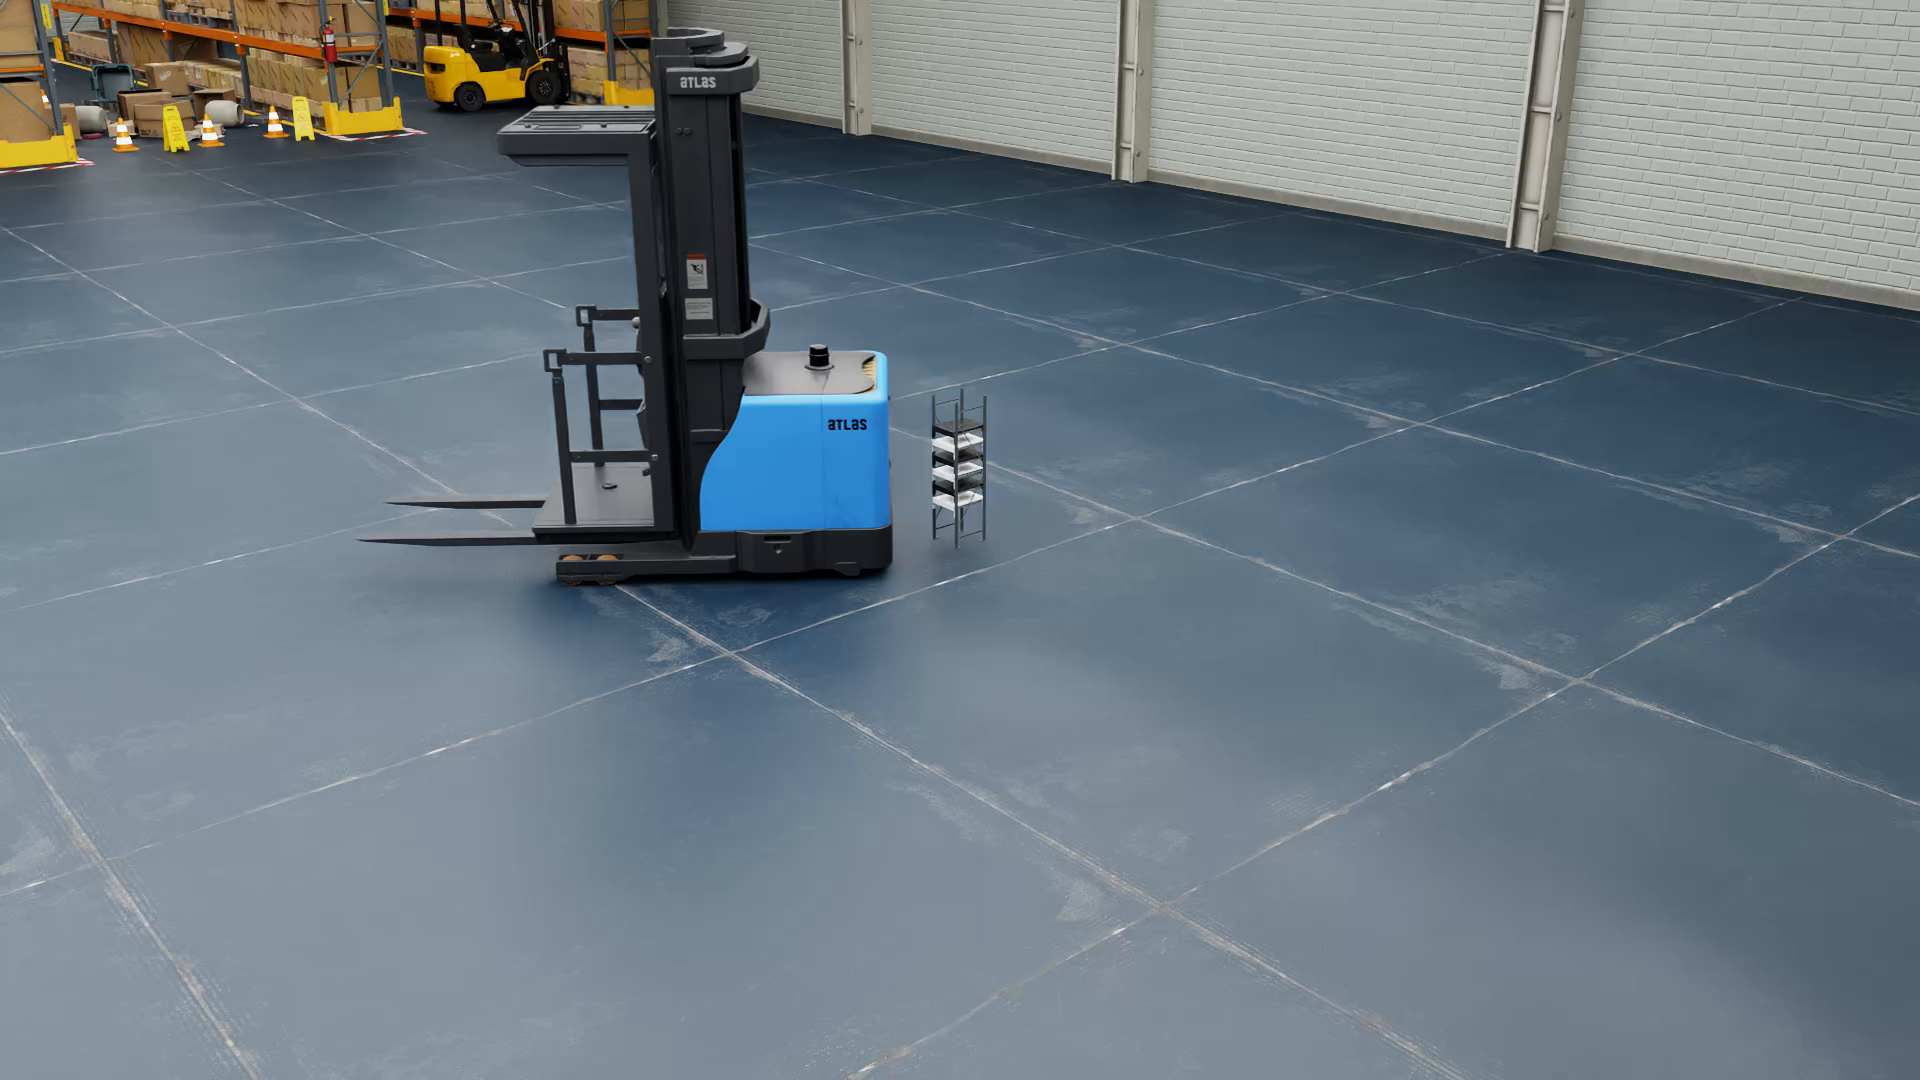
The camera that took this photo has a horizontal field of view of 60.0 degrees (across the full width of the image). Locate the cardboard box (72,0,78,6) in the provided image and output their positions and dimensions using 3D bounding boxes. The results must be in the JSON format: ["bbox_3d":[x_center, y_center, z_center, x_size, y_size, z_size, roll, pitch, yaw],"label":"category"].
[{"bbox_3d":[-18.876,-11.816,35.903,0.500,0.500,0.500,-16,27,-36],"label":"cardboard box"}]

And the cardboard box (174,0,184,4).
[{"bbox_3d":[-14.295,-10.232,30.873,0.500,0.500,0.500,-16,26,-35],"label":"cardboard box"}]

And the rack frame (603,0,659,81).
[{"bbox_3d":[-5.779,-9.145,29.220,1.000,3.000,0.127,-17,27,-37],"label":"rack frame"}]

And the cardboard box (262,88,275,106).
[{"bbox_3d":[-11.611,-7.611,28.497,0.500,0.250,0.500,-16,26,-34],"label":"cardboard box"}]

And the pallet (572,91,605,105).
[{"bbox_3d":[-6.310,-8.048,30.243,1.003,0.211,1.213,-17,27,-37],"label":"pallet"}]

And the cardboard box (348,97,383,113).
[{"bbox_3d":[-9.854,-7.166,27.363,0.500,0.250,0.500,-18,28,-38],"label":"cardboard box"}]

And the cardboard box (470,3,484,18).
[{"bbox_3d":[-9.250,-10.395,32.617,0.500,0.250,0.500,-18,27,-38],"label":"cardboard box"}]

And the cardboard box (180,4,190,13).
[{"bbox_3d":[-14.221,-9.864,30.823,0.380,0.149,0.250,-17,27,-37],"label":"cardboard box"}]

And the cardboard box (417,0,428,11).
[{"bbox_3d":[-10.897,-11.105,34.429,0.500,0.250,0.500,-17,27,-37],"label":"cardboard box"}]

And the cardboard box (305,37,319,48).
[{"bbox_3d":[-10.193,-7.942,26.492,0.380,0.149,0.250,-18,28,-38],"label":"cardboard box"}]

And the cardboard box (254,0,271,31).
[{"bbox_3d":[-11.409,-8.790,27.768,0.500,0.500,0.500,-18,28,-38],"label":"cardboard box"}]

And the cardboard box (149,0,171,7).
[{"bbox_3d":[-15.268,-10.409,31.967,0.500,0.250,0.500,-18,27,-38],"label":"cardboard box"}]

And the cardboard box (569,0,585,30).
[{"bbox_3d":[-6.631,-9.411,29.761,0.500,0.500,0.500,-16,27,-36],"label":"cardboard box"}]

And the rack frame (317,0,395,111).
[{"bbox_3d":[-9.537,-7.963,26.201,1.000,3.000,0.127,-17,27,-37],"label":"rack frame"}]

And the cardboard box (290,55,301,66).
[{"bbox_3d":[-10.710,-7.844,27.174,0.380,0.149,0.250,-17,27,-37],"label":"cardboard box"}]

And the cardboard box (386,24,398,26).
[{"bbox_3d":[-12.482,-11.218,36.475,0.380,0.149,0.250,-17,27,-37],"label":"cardboard box"}]

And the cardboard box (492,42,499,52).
[{"bbox_3d":[-8.739,-9.482,32.759,0.875,0.625,0.625,-16,26,-35],"label":"cardboard box"}]

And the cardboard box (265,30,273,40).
[{"bbox_3d":[-11.358,-8.432,27.743,0.380,0.149,0.250,-17,27,-37],"label":"cardboard box"}]

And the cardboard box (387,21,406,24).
[{"bbox_3d":[-12.625,-11.560,37.348,0.380,0.149,0.250,-19,28,-40],"label":"cardboard box"}]

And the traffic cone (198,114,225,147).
[{"bbox_3d":[-11.414,-6.235,25.268,0.336,0.463,0.334,-17,27,-37],"label":"traffic cone"}]

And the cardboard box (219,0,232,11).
[{"bbox_3d":[-12.624,-9.521,29.060,0.500,0.500,0.500,-18,28,-38],"label":"cardboard box"}]

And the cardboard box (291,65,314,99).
[{"bbox_3d":[-10.601,-7.530,27.261,0.500,0.500,0.500,-16,27,-36],"label":"cardboard box"}]

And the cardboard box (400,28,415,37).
[{"bbox_3d":[-11.717,-10.833,35.492,0.380,0.149,0.250,-19,28,-40],"label":"cardboard box"}]

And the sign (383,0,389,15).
[{"bbox_3d":[-9.126,-8.495,26.373,0.100,0.325,0.005,-17,27,-37],"label":"sign"}]

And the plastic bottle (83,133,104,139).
[{"bbox_3d":[-13.579,-6.334,26.073,0.133,0.061,0.283,12,24,27],"label":"plastic bottle"}]

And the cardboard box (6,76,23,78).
[{"bbox_3d":[-14.290,-6.377,24.489,0.875,0.875,0.875,-18,28,-38],"label":"cardboard box"}]

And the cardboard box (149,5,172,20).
[{"bbox_3d":[-15.286,-10.181,32.070,0.500,0.250,0.500,-19,28,-39],"label":"cardboard box"}]

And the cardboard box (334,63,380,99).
[{"bbox_3d":[-9.870,-7.522,27.242,0.500,0.500,0.500,-19,28,-39],"label":"cardboard box"}]

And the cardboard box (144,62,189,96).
[{"bbox_3d":[-13.477,-7.824,28.237,0.500,0.500,0.500,-17,27,-37],"label":"cardboard box"}]

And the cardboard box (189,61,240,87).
[{"bbox_3d":[-13.910,-8.784,31.326,0.950,0.372,0.625,-18,28,-38],"label":"cardboard box"}]

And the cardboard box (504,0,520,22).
[{"bbox_3d":[-8.298,-10.112,31.552,0.500,0.500,0.500,-18,28,-39],"label":"cardboard box"}]

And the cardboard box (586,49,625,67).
[{"bbox_3d":[-6.316,-8.579,29.598,0.500,0.250,0.500,-16,27,-36],"label":"cardboard box"}]

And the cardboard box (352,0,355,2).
[{"bbox_3d":[-9.977,-8.487,26.994,0.500,0.500,0.500,-16,27,-36],"label":"cardboard box"}]

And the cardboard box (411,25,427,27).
[{"bbox_3d":[-11.796,-11.195,36.415,0.380,0.149,0.250,-18,28,-39],"label":"cardboard box"}]

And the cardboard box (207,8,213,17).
[{"bbox_3d":[-13.216,-9.432,29.721,0.380,0.149,0.250,-17,27,-37],"label":"cardboard box"}]

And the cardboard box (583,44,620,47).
[{"bbox_3d":[-6.597,-8.982,30.626,0.500,0.250,0.500,-18,27,-38],"label":"cardboard box"}]

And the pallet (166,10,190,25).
[{"bbox_3d":[-14.213,-9.912,31.441,1.213,0.211,1.003,-17,27,-37],"label":"pallet"}]

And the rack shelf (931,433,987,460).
[{"bbox_3d":[-0.005,-0.558,9.772,0.258,0.077,0.200,-17,27,-37],"label":"rack shelf"}]

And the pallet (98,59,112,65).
[{"bbox_3d":[-17.807,-10.208,35.758,1.003,0.211,1.213,-17,27,-37],"label":"pallet"}]

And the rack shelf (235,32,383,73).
[{"bbox_3d":[-10.843,-8.180,27.743,1.077,0.370,4.000,-17,27,-37],"label":"rack shelf"}]

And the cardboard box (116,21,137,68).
[{"bbox_3d":[-16.905,-10.332,34.588,0.875,0.875,0.875,-16,27,-36],"label":"cardboard box"}]

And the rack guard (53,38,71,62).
[{"bbox_3d":[-19.997,-11.226,37.960,1.175,0.500,0.348,-17,27,-37],"label":"rack guard"}]

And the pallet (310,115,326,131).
[{"bbox_3d":[-10.090,-6.918,27.357,1.003,0.211,1.213,-17,27,-37],"label":"pallet"}]

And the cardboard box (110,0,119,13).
[{"bbox_3d":[-16.944,-10.881,33.858,0.500,0.250,0.500,-18,28,-39],"label":"cardboard box"}]

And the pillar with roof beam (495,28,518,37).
[{"bbox_3d":[-12.729,-12.978,30.781,9.100,9.000,0.400,-17,27,-37],"label":"pillar with roof beam"}]

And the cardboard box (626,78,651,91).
[{"bbox_3d":[-5.952,-8.243,30.110,0.500,0.250,0.500,-17,27,-37],"label":"cardboard box"}]

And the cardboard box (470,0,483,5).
[{"bbox_3d":[-9.246,-10.628,32.527,0.500,0.250,0.500,-18,28,-39],"label":"cardboard box"}]

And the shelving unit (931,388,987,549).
[{"bbox_3d":[-0.005,-0.421,9.826,0.258,0.900,0.210,-17,27,-37],"label":"shelving unit"}]

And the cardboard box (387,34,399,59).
[{"bbox_3d":[-12.102,-10.737,36.137,0.500,0.500,0.500,-16,27,-35],"label":"cardboard box"}]

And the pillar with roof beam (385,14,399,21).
[{"bbox_3d":[-16.645,-14.636,35.013,9.100,9.000,0.400,-17,27,-37],"label":"pillar with roof beam"}]

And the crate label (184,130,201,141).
[{"bbox_3d":[-11.974,-6.286,25.844,0.298,0.136,0.250,7,23,18],"label":"crate label"}]

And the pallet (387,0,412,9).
[{"bbox_3d":[-11.497,-11.437,35.334,1.213,0.211,1.003,-17,27,-37],"label":"pallet"}]

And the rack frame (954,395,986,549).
[{"bbox_3d":[0.061,-0.393,9.754,0.240,0.900,0.006,-17,27,-37],"label":"rack frame"}]

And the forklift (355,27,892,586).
[{"bbox_3d":[-1.916,-1.306,9.299,3.031,2.935,1.130,-1,21,-2],"label":"forklift"}]
